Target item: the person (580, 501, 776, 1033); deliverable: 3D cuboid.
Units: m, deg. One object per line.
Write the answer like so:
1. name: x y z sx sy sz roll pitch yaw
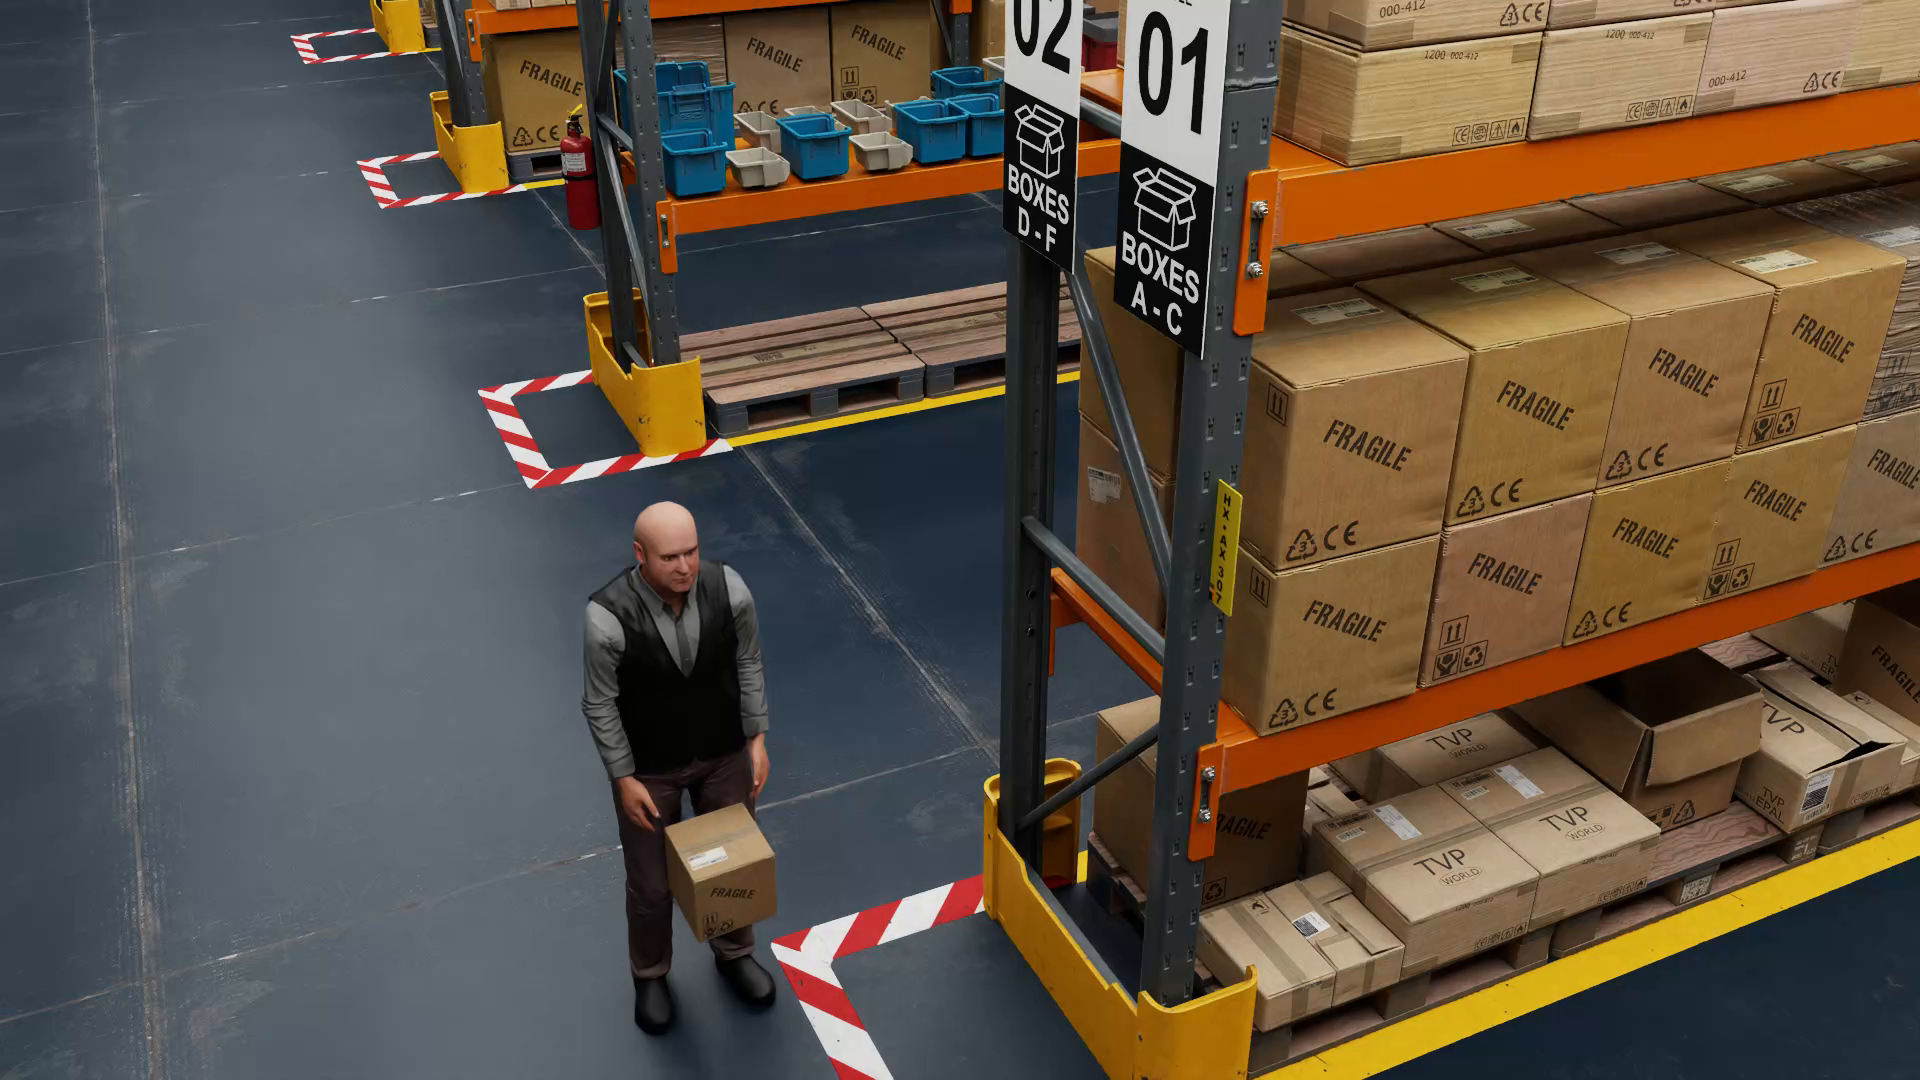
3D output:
1. person: -0.822 0.658 4.971 0.556 1.726 0.471 -15 33 -25
